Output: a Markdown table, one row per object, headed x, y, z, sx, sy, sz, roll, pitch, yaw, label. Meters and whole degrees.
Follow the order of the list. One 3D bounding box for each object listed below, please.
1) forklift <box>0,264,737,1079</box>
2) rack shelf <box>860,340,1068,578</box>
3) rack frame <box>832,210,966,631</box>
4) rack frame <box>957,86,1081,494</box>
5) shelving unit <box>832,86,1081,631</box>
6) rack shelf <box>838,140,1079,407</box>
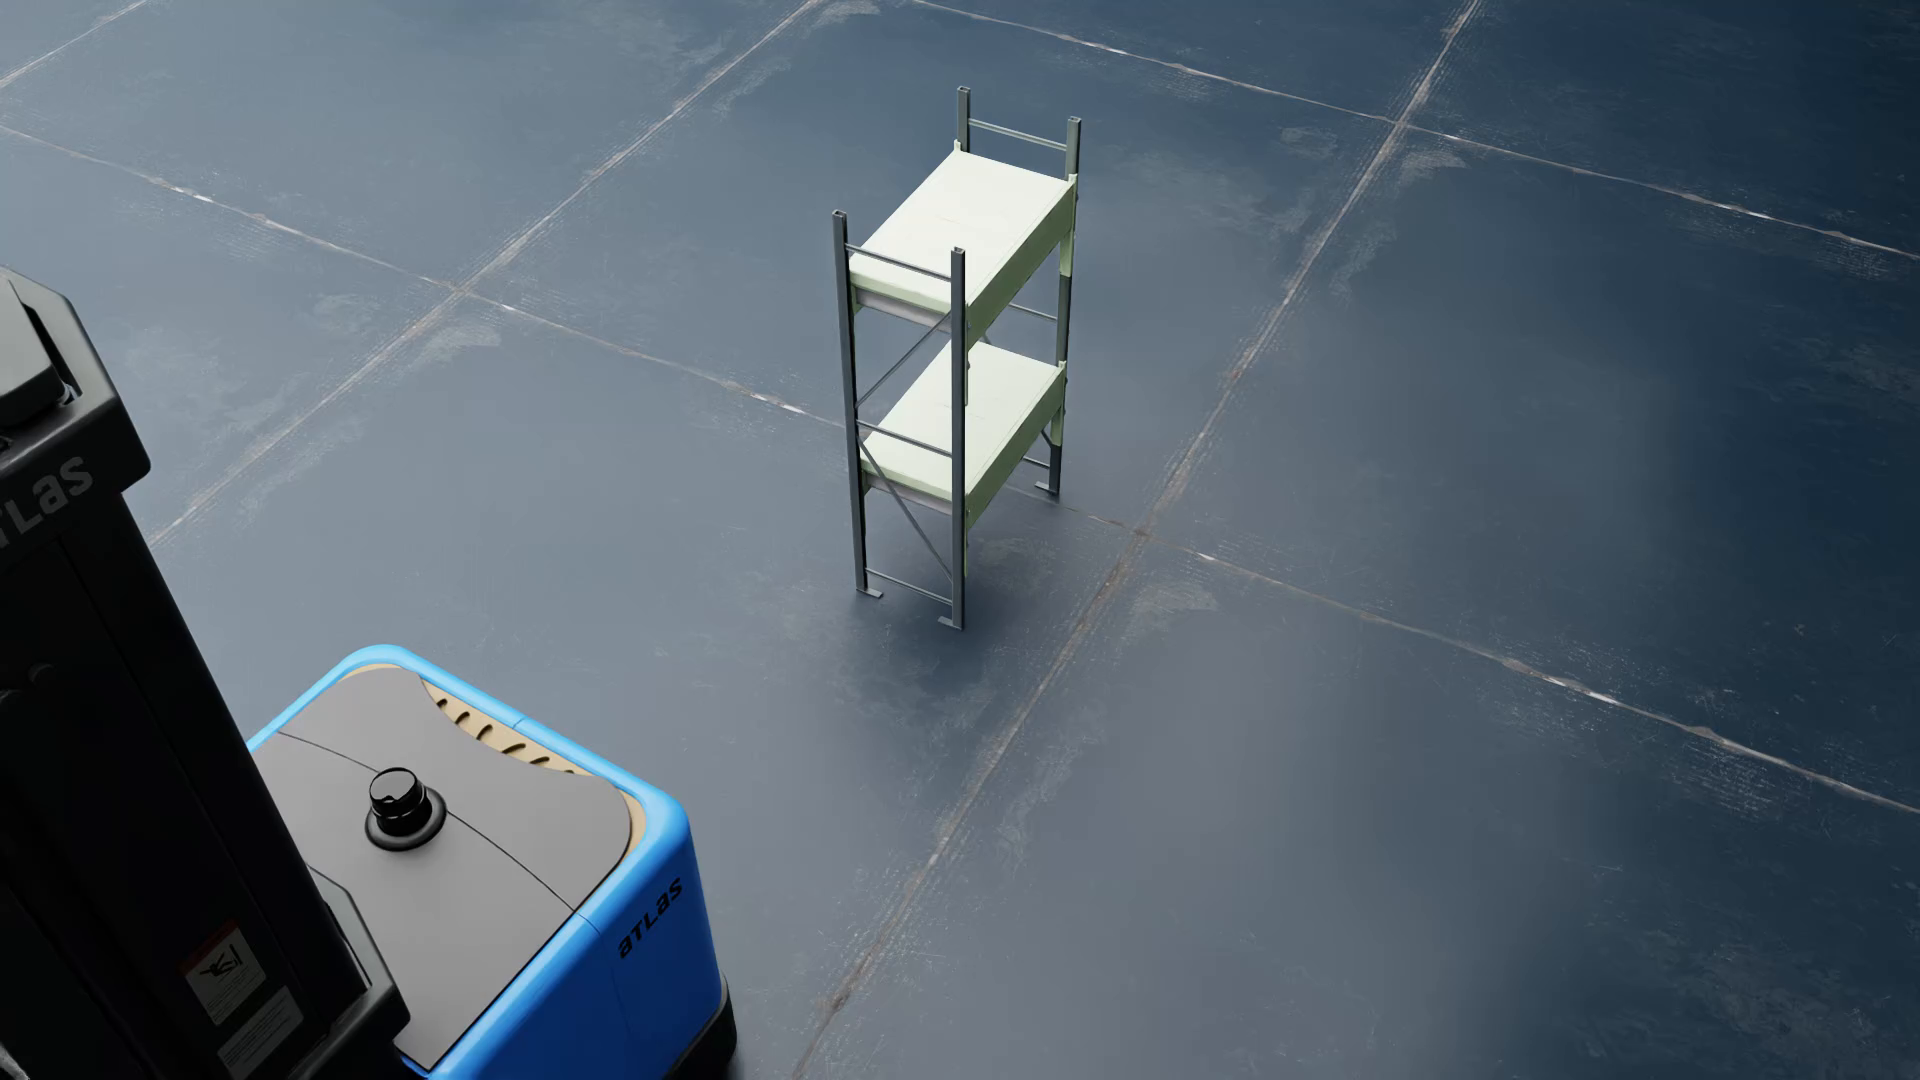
| x | y | z | sx | sy | sz | roll | pitch | yaw | label |
| --- | --- | --- | --- | --- | --- | --- | --- | --- | --- |
| -1.791 | 1.023 | 2.678 | 1.130 | 2.935 | 3.031 | 24 | 50 | 22 | forklift |
| 0.003 | -0.302 | 5.453 | 0.431 | 0.370 | 0.720 | 20 | 49 | 19 | rack shelf |
| -0.167 | -0.301 | 4.993 | 0.400 | 1.500 | 0.023 | 20 | 49 | 19 | rack frame |
| 0.173 | -0.762 | 5.449 | 0.400 | 1.500 | 0.023 | 20 | 49 | 19 | rack frame |
| 0.003 | -0.531 | 5.221 | 0.431 | 1.500 | 0.755 | 20 | 49 | 19 | shelving unit |
| 0.003 | -0.806 | 4.943 | 0.431 | 0.370 | 0.720 | 20 | 49 | 19 | rack shelf |
